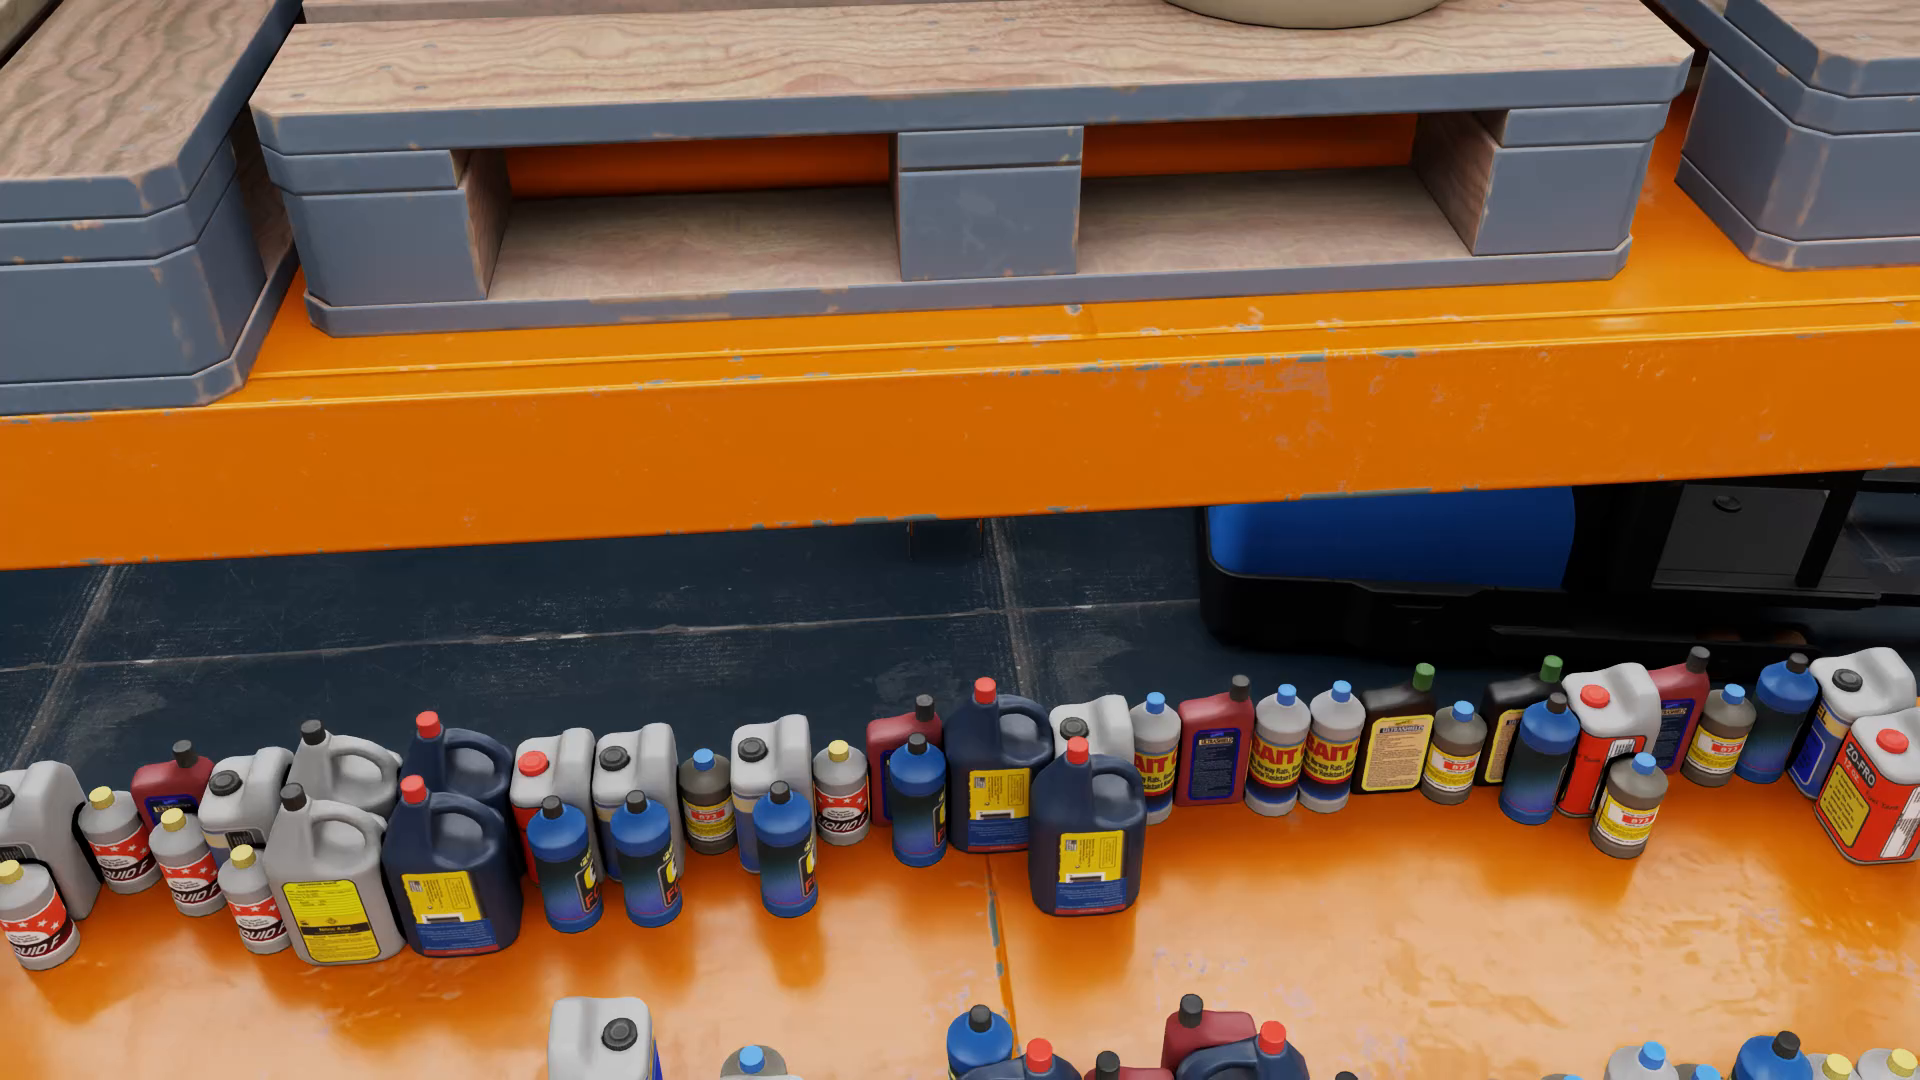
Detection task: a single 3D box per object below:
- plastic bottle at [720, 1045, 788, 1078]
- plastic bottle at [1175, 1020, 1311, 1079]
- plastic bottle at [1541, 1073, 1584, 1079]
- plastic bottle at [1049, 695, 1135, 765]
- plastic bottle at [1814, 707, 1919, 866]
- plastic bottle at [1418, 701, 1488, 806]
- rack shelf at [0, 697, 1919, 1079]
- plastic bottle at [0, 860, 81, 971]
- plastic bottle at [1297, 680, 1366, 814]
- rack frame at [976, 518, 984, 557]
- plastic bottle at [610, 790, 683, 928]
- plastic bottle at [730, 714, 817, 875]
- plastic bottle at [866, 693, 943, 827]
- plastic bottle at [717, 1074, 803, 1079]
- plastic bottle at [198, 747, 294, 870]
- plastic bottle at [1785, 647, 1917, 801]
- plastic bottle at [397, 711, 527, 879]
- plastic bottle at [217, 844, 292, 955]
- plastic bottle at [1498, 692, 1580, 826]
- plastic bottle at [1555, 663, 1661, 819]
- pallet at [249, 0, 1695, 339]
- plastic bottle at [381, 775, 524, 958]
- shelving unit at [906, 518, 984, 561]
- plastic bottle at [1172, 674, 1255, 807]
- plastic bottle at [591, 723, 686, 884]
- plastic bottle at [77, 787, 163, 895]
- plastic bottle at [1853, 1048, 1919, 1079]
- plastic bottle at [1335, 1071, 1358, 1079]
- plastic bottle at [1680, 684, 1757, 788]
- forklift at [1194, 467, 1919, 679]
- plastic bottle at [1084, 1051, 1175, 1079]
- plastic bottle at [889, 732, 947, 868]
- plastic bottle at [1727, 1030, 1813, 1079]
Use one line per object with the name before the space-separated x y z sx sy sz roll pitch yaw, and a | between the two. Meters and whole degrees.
plastic bottle | -0.300 0.819 2.451 0.097 0.201 0.097 0 38 0
plastic bottle | 0.400 0.802 2.352 0.185 0.351 0.144 -3 38 -4
plastic bottle | 0.870 0.849 2.412 0.097 0.201 0.097 0 38 0
plastic bottle | 0.225 0.401 2.921 0.135 0.276 0.152 -3 38 -4
plastic bottle | 1.620 0.418 2.898 0.135 0.276 0.152 -3 38 -4
plastic bottle | 0.895 0.376 3.012 0.097 0.201 0.097 0 38 0
rack shelf | 0.074 0.844 2.840 4.000 0.370 1.077 -3 38 -4
plastic bottle | -1.525 0.604 2.723 0.097 0.201 0.097 0 38 0
plastic bottle | 0.665 0.361 2.975 0.097 0.271 0.097 0 38 0
rack frame | 0.068 -0.416 5.430 0.008 1.050 0.200 -3 38 -4
plastic bottle | -0.525 0.521 2.772 0.097 0.271 0.097 0 38 0
plastic bottle | -0.323 0.431 2.883 0.135 0.276 0.152 -3 38 -4
plastic bottle | -0.097 0.387 2.932 0.133 0.283 0.061 -3 38 -4
plastic bottle | -0.270 0.866 2.331 0.135 0.276 0.152 -3 38 -4
plastic bottle | -1.191 0.479 2.822 0.135 0.276 0.152 -3 38 -4
plastic bottle | 1.606 0.325 3.017 0.135 0.276 0.152 -3 38 -4
plastic bottle | -0.848 0.428 2.826 0.185 0.351 0.144 -3 38 -4
plastic bottle | -1.161 0.584 2.749 0.097 0.201 0.097 0 38 0
plastic bottle | 1.033 0.379 2.952 0.097 0.271 0.097 0 38 0
plastic bottle | 1.145 0.350 2.985 0.135 0.276 0.152 -3 38 -4
pallet | -0.017 -0.600 1.819 1.213 0.211 1.003 -3 38 -4
plastic bottle | -0.835 0.517 2.713 0.185 0.351 0.144 -3 38 -4
shelving unit | -0.053 -0.409 5.421 0.252 1.050 0.215 -3 38 -4
plastic bottle | 0.451 0.357 2.970 0.133 0.283 0.061 -3 38 -4
plastic bottle | -0.554 0.444 2.866 0.135 0.276 0.152 -3 38 -4
plastic bottle | -1.441 0.505 2.849 0.097 0.201 0.097 0 38 0
plastic bottle | 1.354 0.823 2.446 0.097 0.201 0.097 0 38 0
plastic bottle | 0.562 0.845 2.351 0.133 0.283 0.061 -3 38 -4
plastic bottle | 1.391 0.349 3.047 0.097 0.201 0.097 0 38 0
forklift | 2.315 -1.052 4.717 3.031 2.935 1.130 3 38 3
plastic bottle | 0.240 0.825 2.377 0.133 0.283 0.061 -3 38 -4
plastic bottle | -0.072 0.440 2.875 0.097 0.271 0.097 0 38 0
plastic bottle | 1.160 0.806 2.411 0.097 0.271 0.097 0 38 0
